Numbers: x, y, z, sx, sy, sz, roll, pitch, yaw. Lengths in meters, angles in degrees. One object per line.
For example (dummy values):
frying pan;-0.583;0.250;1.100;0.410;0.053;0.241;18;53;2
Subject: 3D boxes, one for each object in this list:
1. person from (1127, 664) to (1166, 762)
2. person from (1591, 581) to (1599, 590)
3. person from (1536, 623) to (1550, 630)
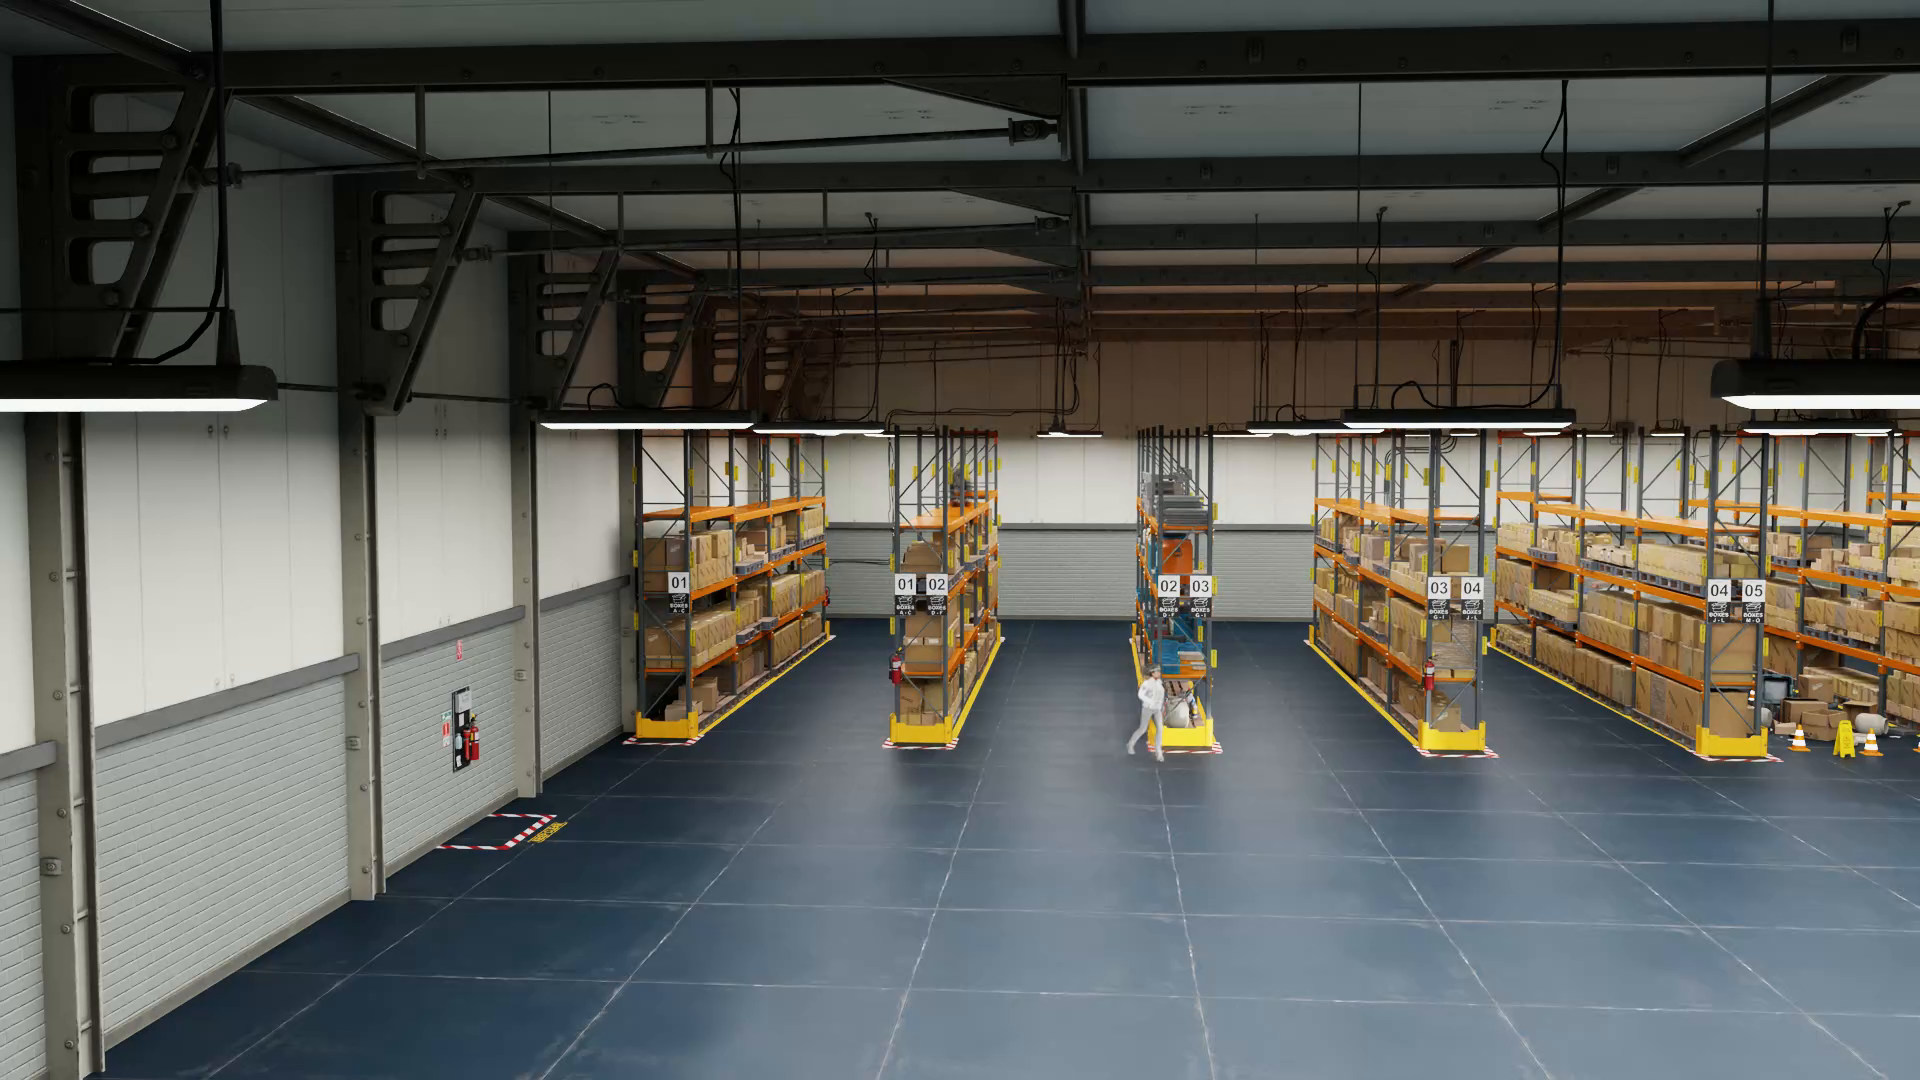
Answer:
person;3.480;3.081;29.961;0.681;1.692;0.875;-2;4;-33
person;17.940;2.035;47.055;0.609;1.736;0.710;0;3;-5
person;16.829;2.028;47.994;0.660;1.609;0.553;-2;4;-26
